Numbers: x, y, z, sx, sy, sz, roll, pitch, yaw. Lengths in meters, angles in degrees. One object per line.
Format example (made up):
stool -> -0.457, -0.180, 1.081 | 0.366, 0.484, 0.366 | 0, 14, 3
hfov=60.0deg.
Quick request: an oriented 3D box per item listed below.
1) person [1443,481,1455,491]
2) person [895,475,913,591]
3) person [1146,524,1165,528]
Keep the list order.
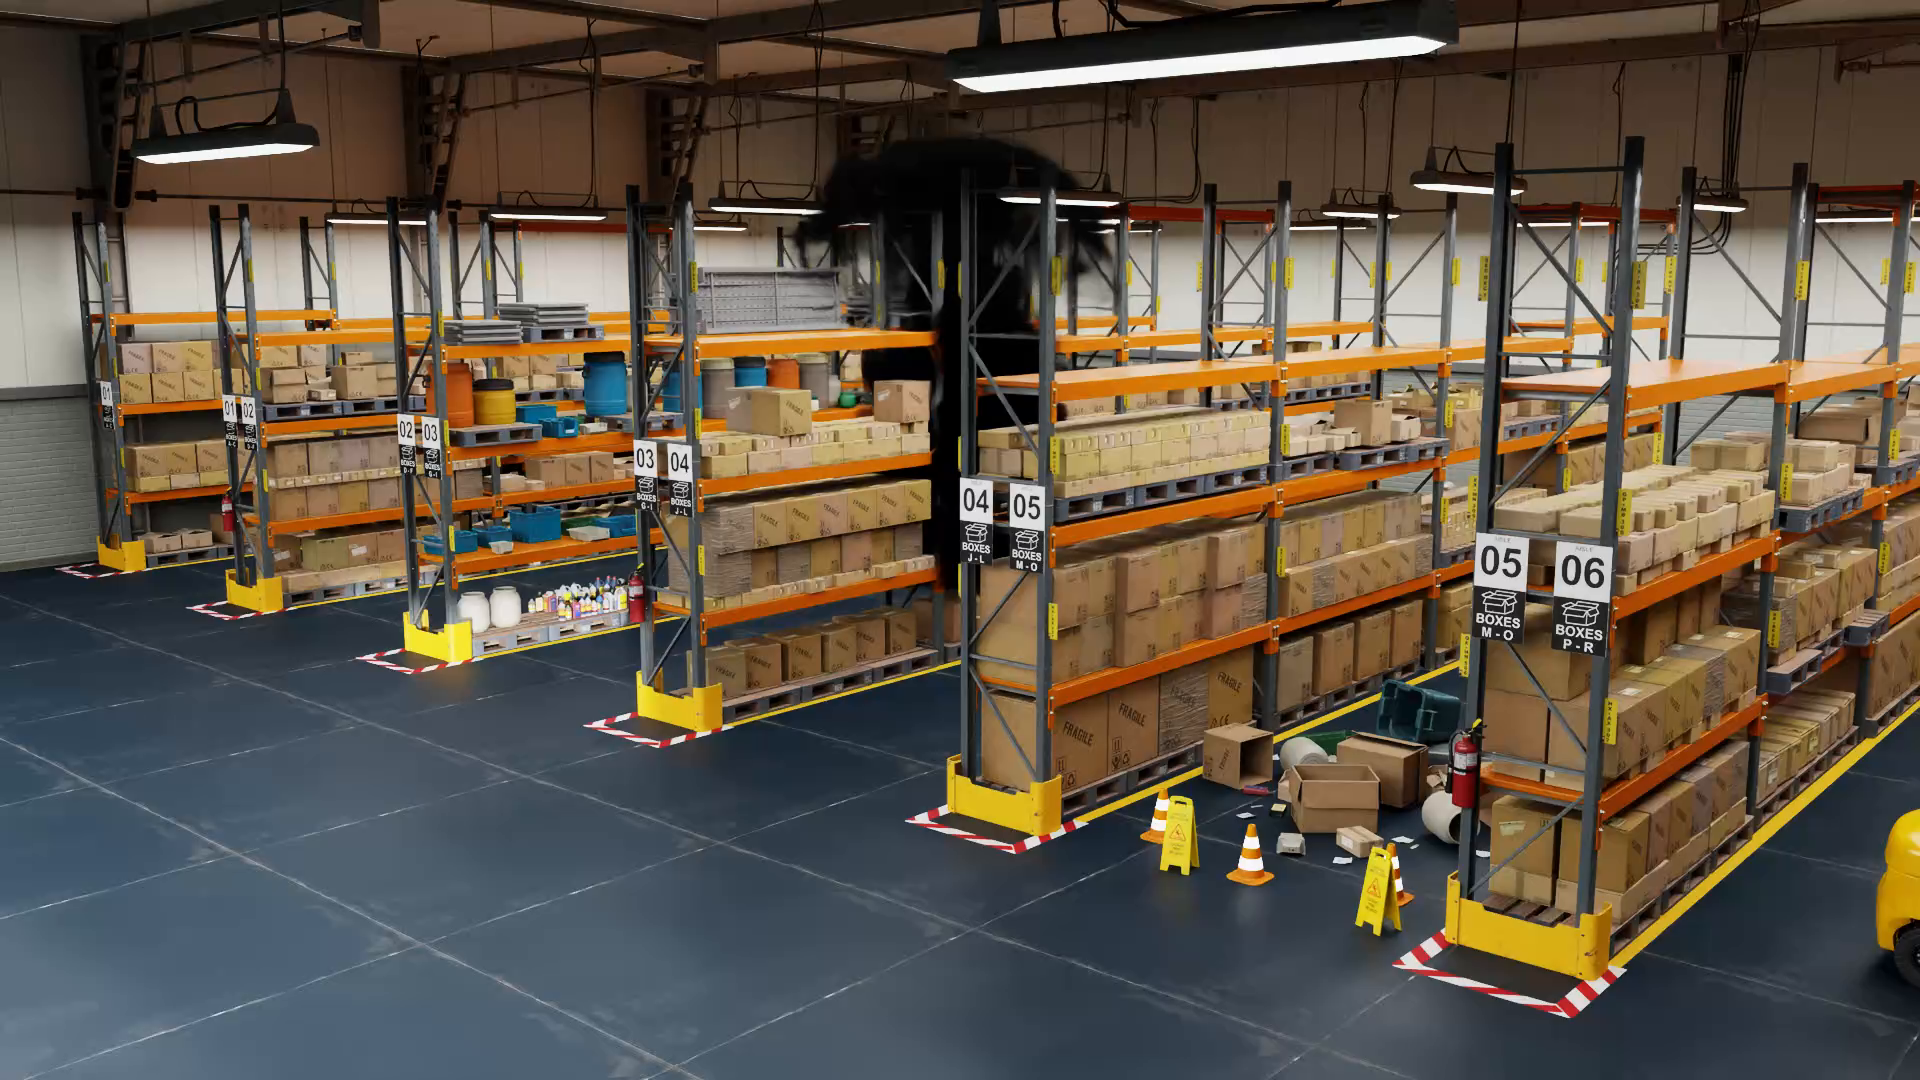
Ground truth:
person -> 7.722, -0.069, 26.451 | 0.575, 1.720, 0.712 | -8, 13, -41
person -> -0.936, -0.091, 24.850 | 0.674, 1.754, 0.536 | 7, 12, 38
person -> 2.453, 0.298, 22.492 | 0.722, 1.777, 0.595 | 7, 12, 37
